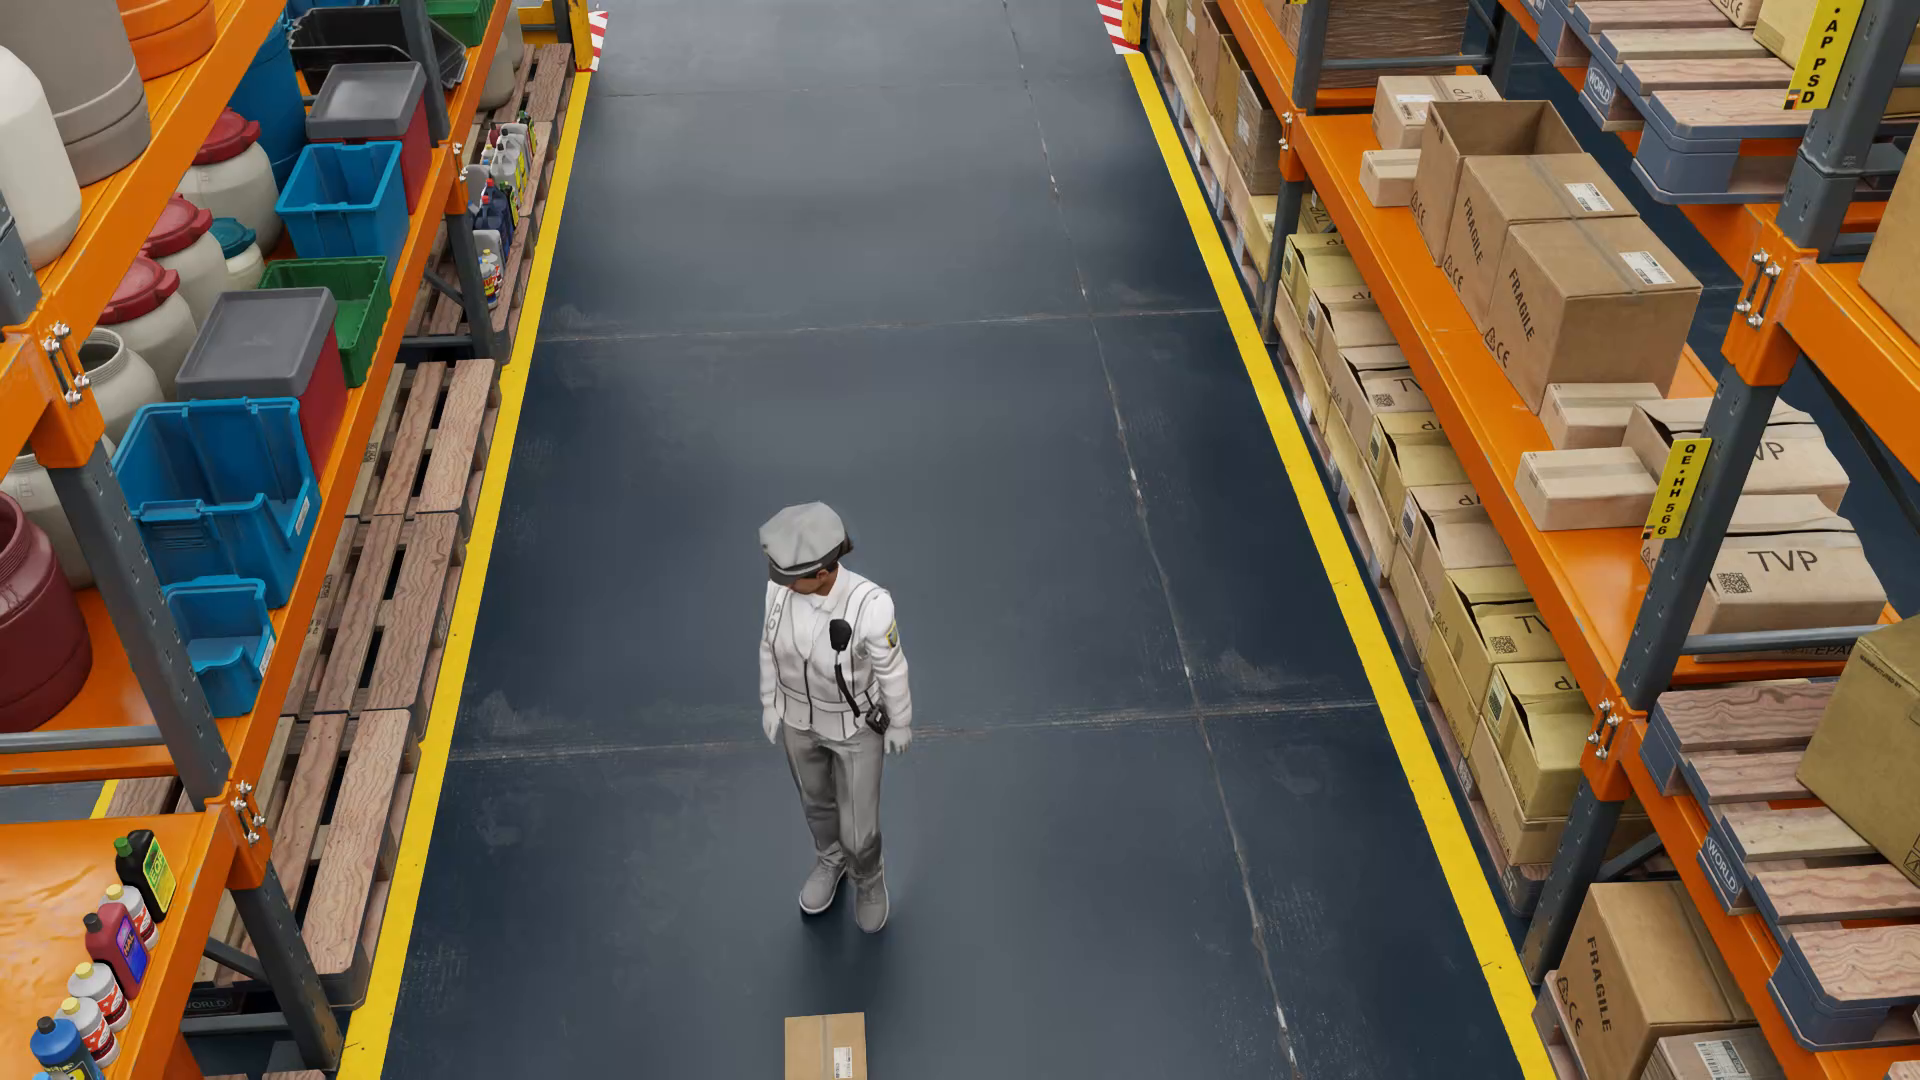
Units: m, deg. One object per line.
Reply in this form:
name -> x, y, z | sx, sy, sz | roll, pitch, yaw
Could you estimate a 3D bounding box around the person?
person -> -0.438, 0.623, 5.391 | 0.517, 1.709, 0.380 | 16, 42, 19
